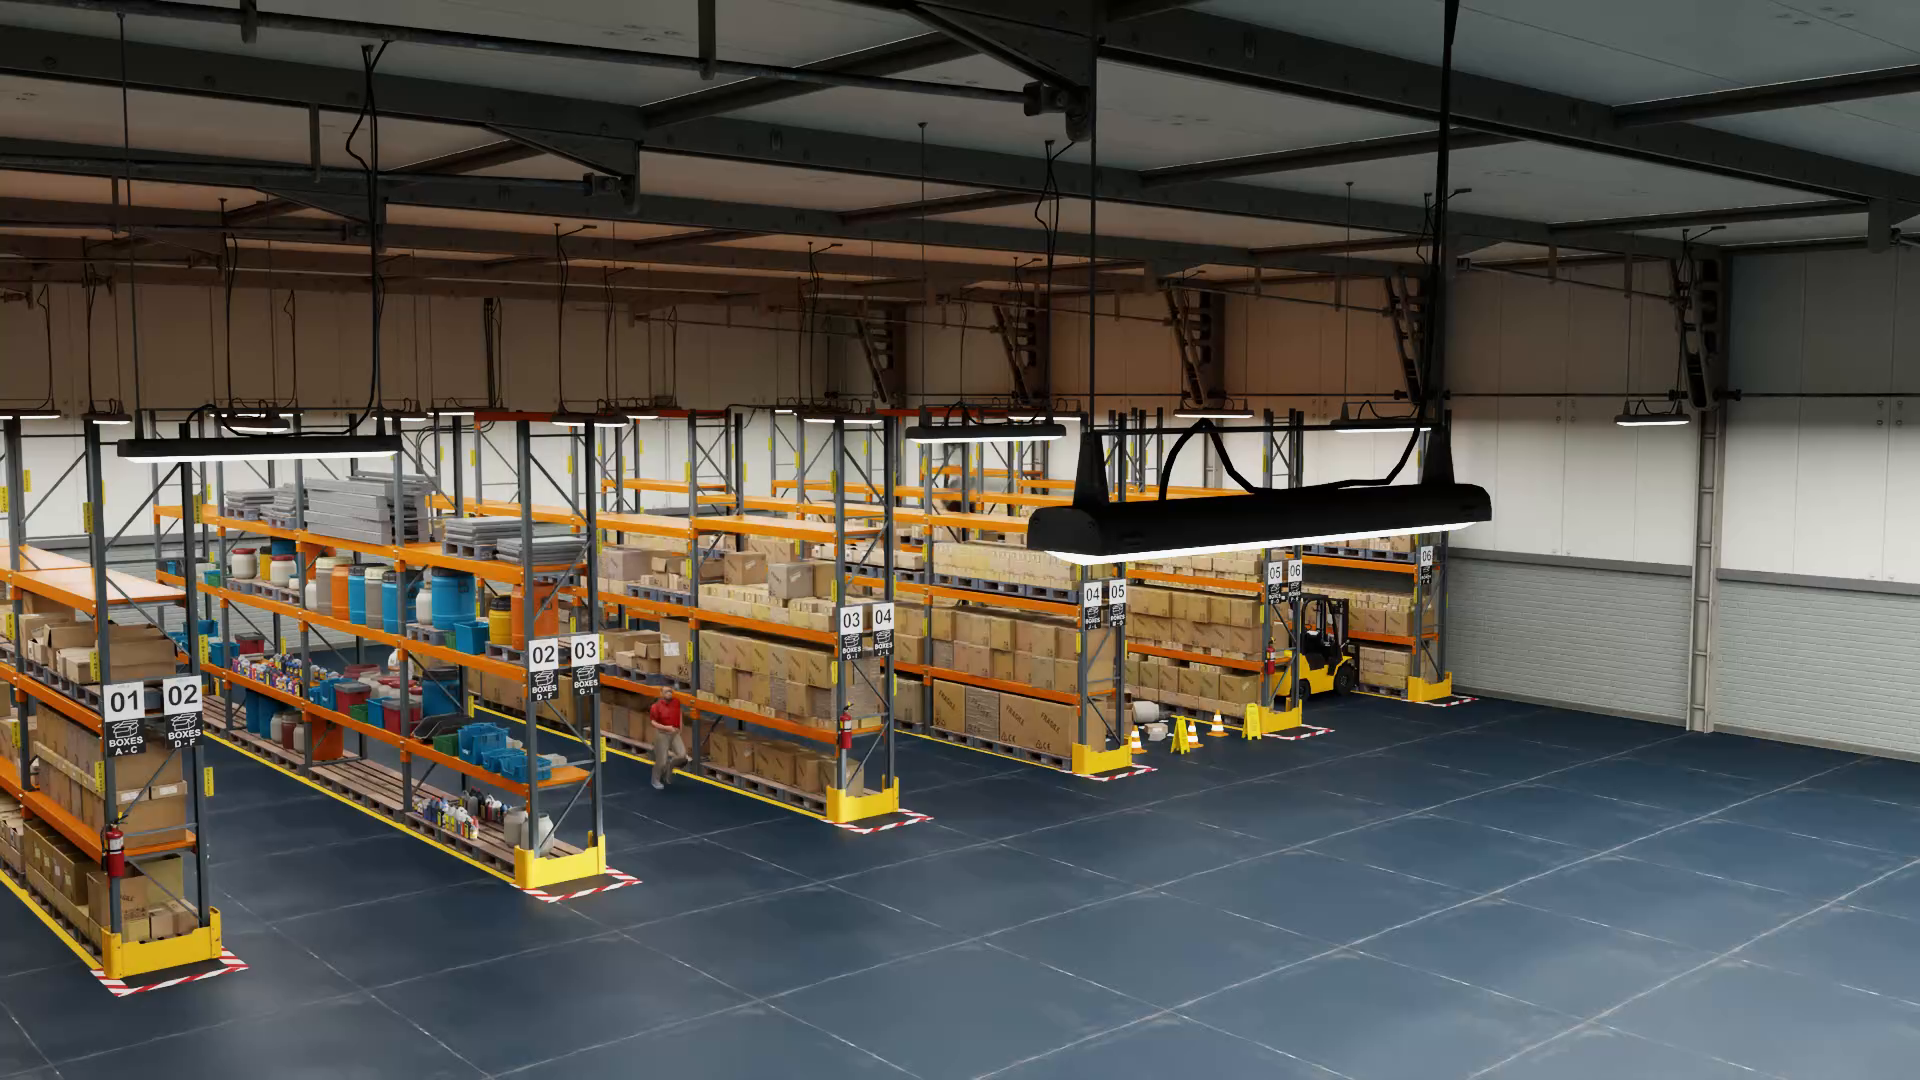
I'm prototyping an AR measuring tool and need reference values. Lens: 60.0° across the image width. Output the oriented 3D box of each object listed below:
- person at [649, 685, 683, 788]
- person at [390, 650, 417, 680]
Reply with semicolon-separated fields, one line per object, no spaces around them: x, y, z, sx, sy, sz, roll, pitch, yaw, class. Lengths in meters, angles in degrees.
-4.652;3.149;26.591;0.683;1.683;0.778;-4;6;-39;person
-10.735;2.738;31.913;0.812;1.321;0.451;4;6;37;person
